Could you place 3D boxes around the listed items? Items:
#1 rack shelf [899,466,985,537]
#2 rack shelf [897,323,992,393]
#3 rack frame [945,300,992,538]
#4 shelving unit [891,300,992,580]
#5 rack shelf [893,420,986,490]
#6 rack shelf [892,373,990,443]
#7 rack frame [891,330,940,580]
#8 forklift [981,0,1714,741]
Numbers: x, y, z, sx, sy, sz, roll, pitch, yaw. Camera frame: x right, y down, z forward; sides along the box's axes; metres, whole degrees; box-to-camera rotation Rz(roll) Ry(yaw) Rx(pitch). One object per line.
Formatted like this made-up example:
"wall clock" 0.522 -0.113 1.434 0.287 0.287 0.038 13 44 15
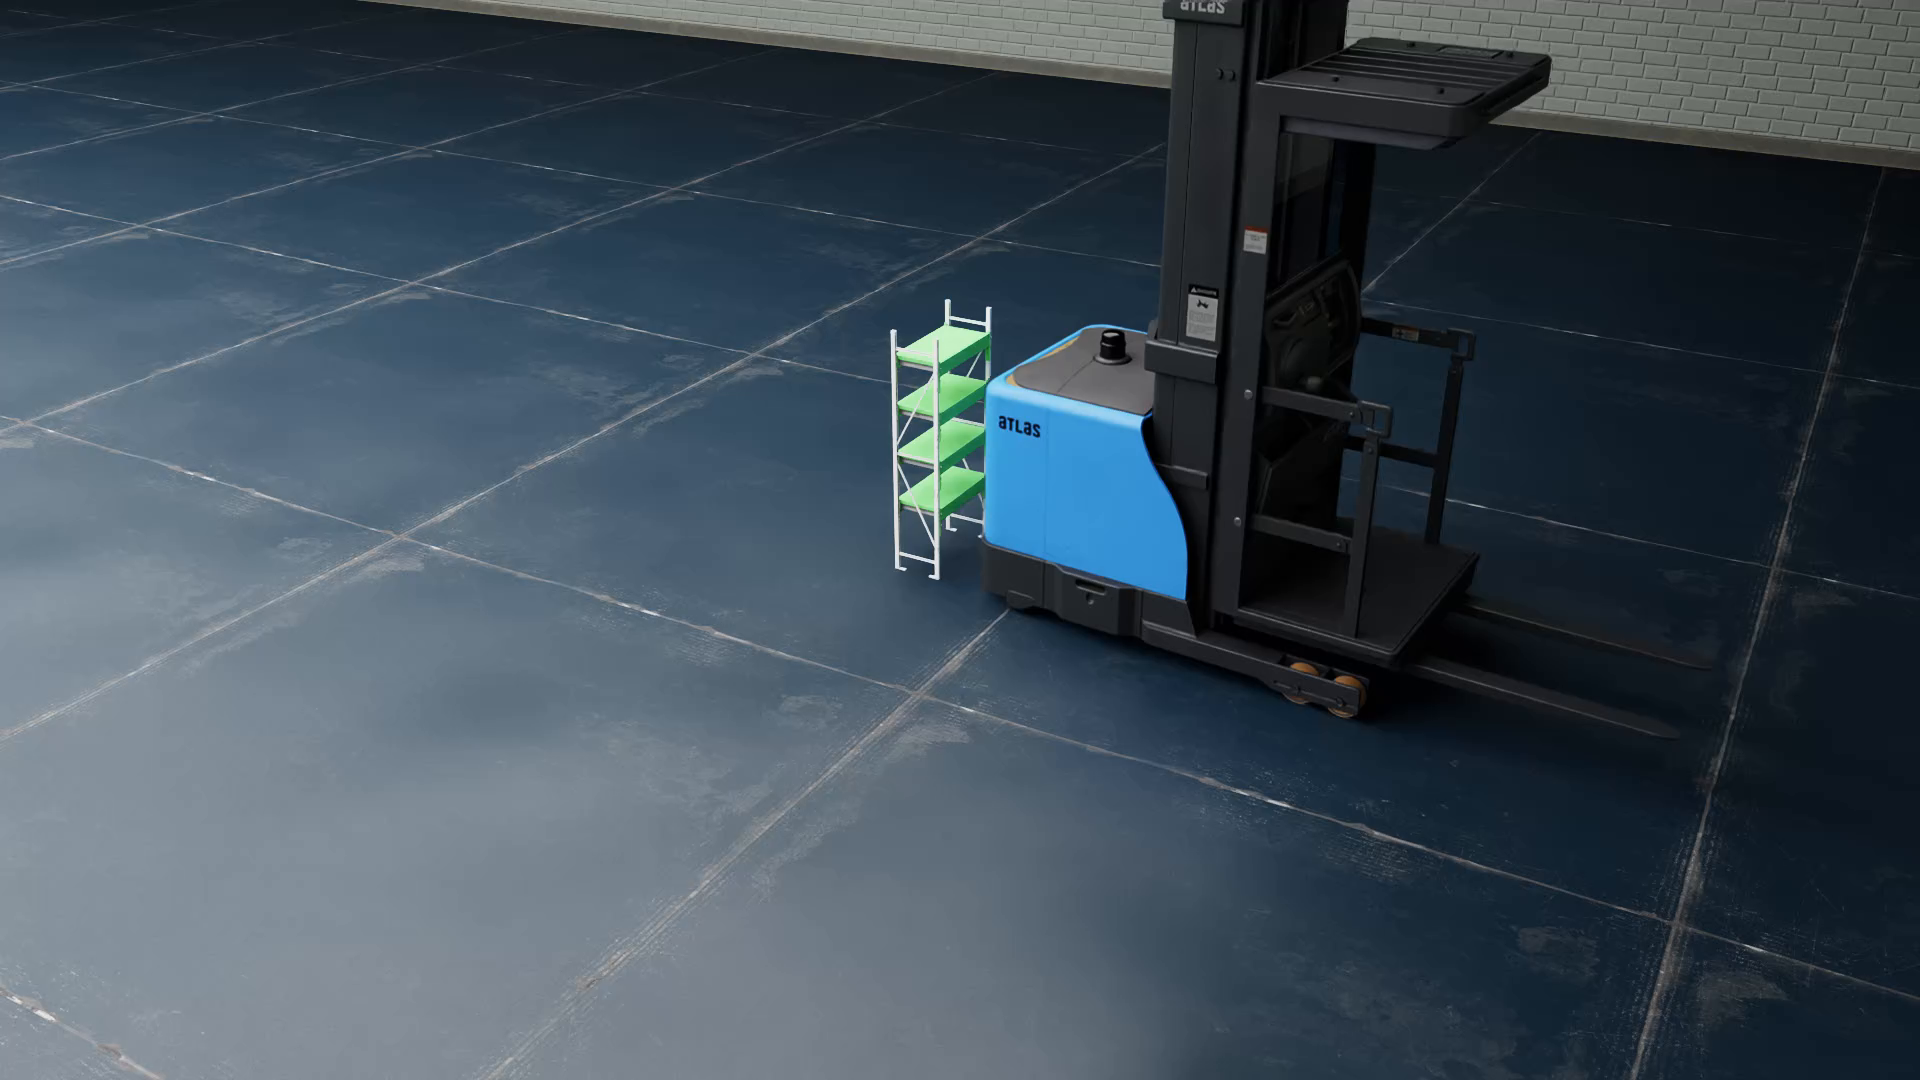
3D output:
"rack shelf" -0.081 -0.200 7.989 0.258 0.148 0.480 14 30 26
"rack shelf" -0.081 -0.844 7.666 0.258 0.148 0.480 14 30 26
"rack frame" 0.039 -0.567 8.043 0.240 1.200 0.015 14 30 26
"shelving unit" -0.081 -0.472 7.853 0.258 1.200 0.503 14 30 26
"rack shelf" -0.081 -0.415 7.881 0.258 0.148 0.480 14 30 26
"rack shelf" -0.081 -0.630 7.774 0.258 0.148 0.480 14 30 26
"rack frame" -0.201 -0.377 7.663 0.240 1.200 0.015 14 30 26
"forklift" 1.612 -0.856 6.686 3.031 2.935 1.130 16 31 29
